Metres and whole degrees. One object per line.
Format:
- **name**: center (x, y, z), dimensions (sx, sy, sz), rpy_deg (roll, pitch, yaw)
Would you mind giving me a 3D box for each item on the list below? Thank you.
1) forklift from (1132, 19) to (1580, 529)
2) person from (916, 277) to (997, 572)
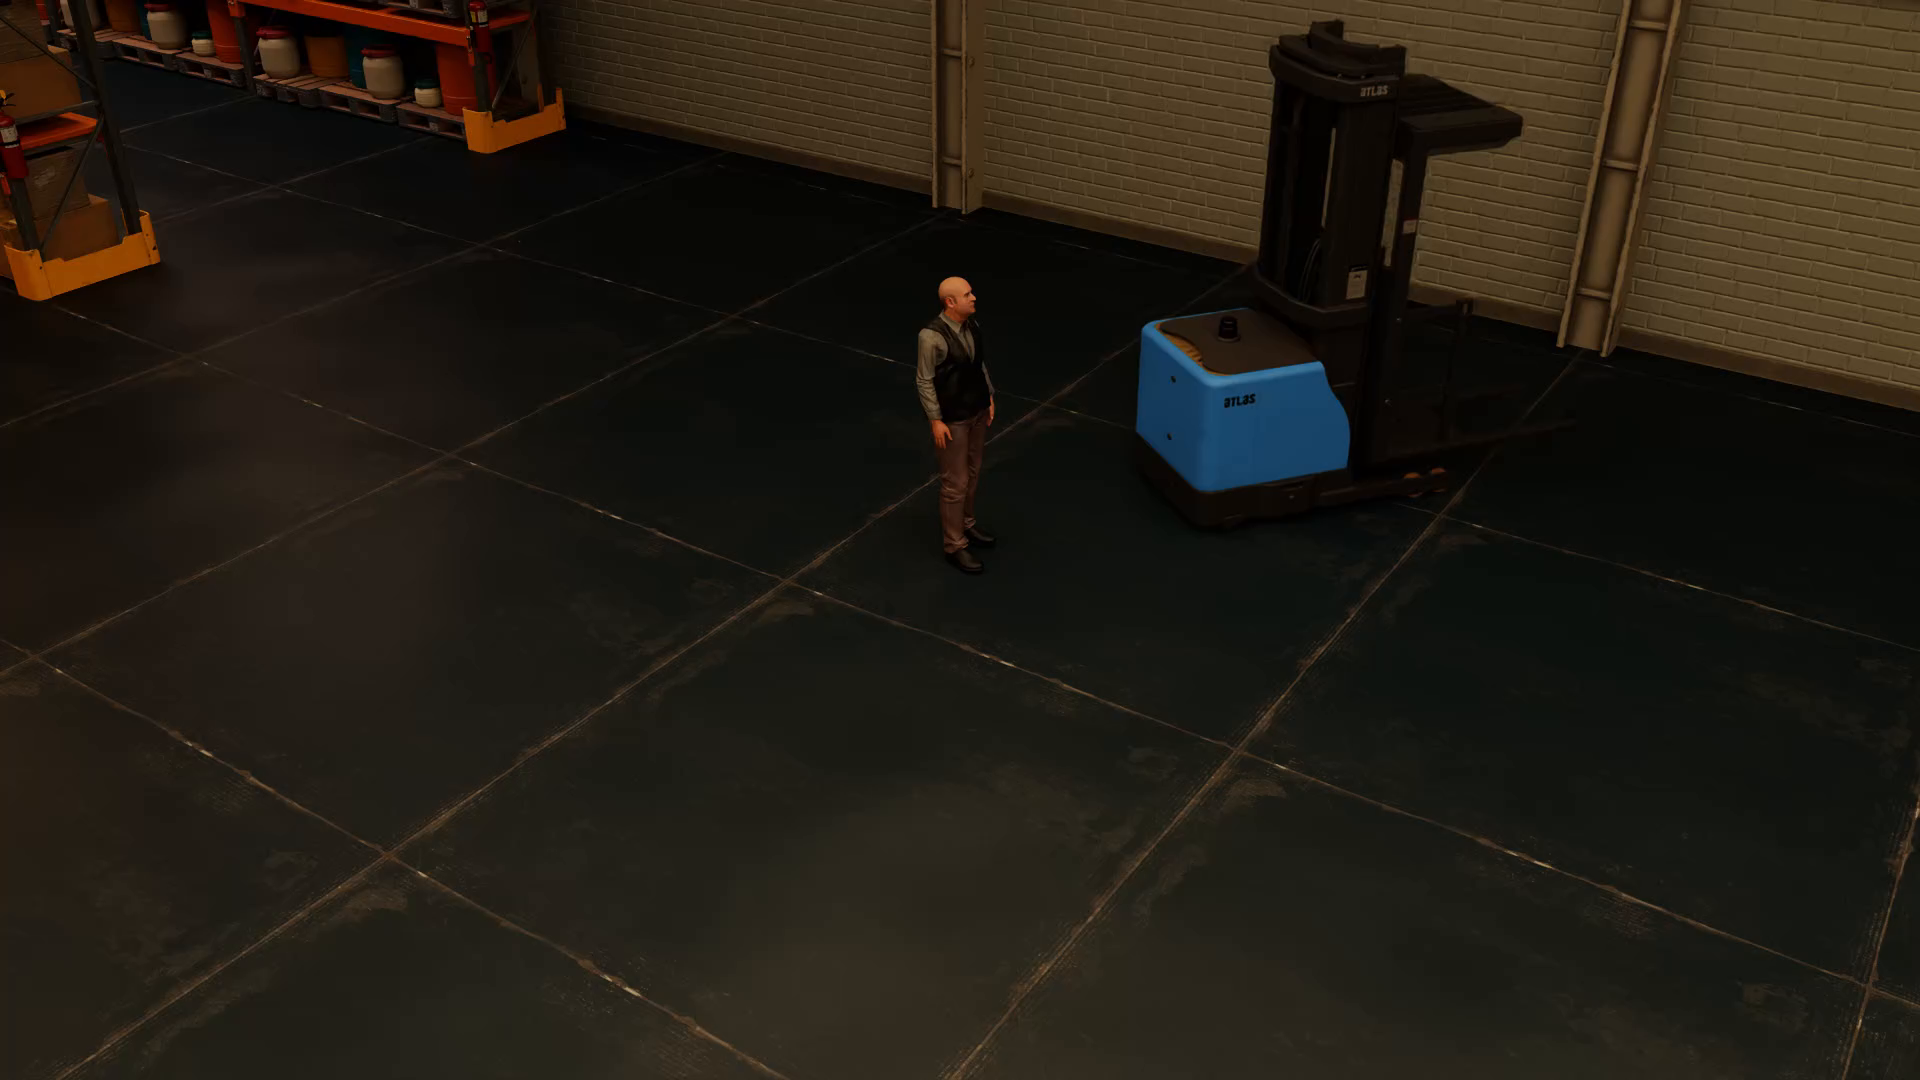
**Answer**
- **forklift**: center (2.737, -1.784, 10.653), dimensions (3.031, 2.935, 1.130), rpy_deg (-10, 32, -17)
- **person**: center (0.054, -0.728, 10.025), dimensions (0.551, 1.721, 0.633), rpy_deg (19, 35, 29)
